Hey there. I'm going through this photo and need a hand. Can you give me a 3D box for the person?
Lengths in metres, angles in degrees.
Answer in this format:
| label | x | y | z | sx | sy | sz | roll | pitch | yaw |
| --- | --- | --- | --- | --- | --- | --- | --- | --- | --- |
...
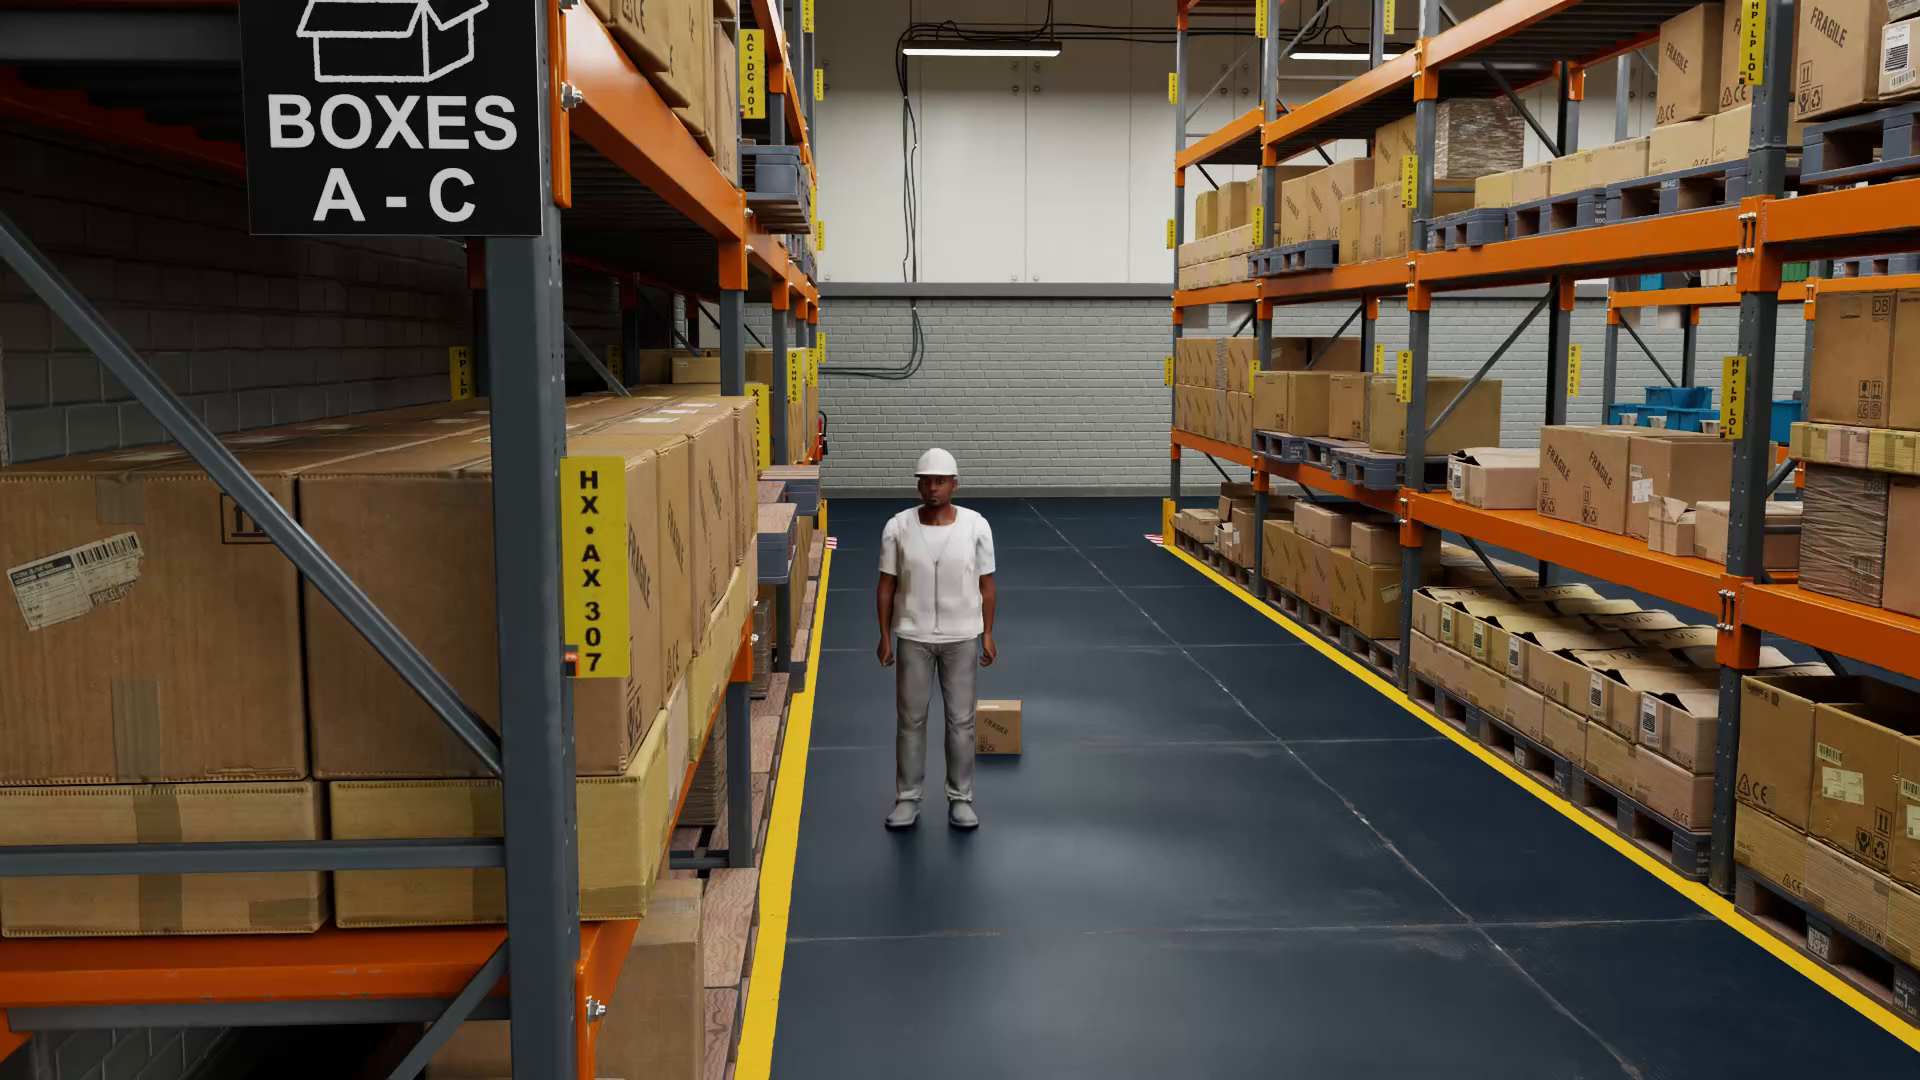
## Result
| label | x | y | z | sx | sy | sz | roll | pitch | yaw |
| --- | --- | --- | --- | --- | --- | --- | --- | --- | --- |
| person | -0.110 | 0.457 | 7.796 | 0.564 | 1.772 | 0.370 | 0 | 7 | 0 |
